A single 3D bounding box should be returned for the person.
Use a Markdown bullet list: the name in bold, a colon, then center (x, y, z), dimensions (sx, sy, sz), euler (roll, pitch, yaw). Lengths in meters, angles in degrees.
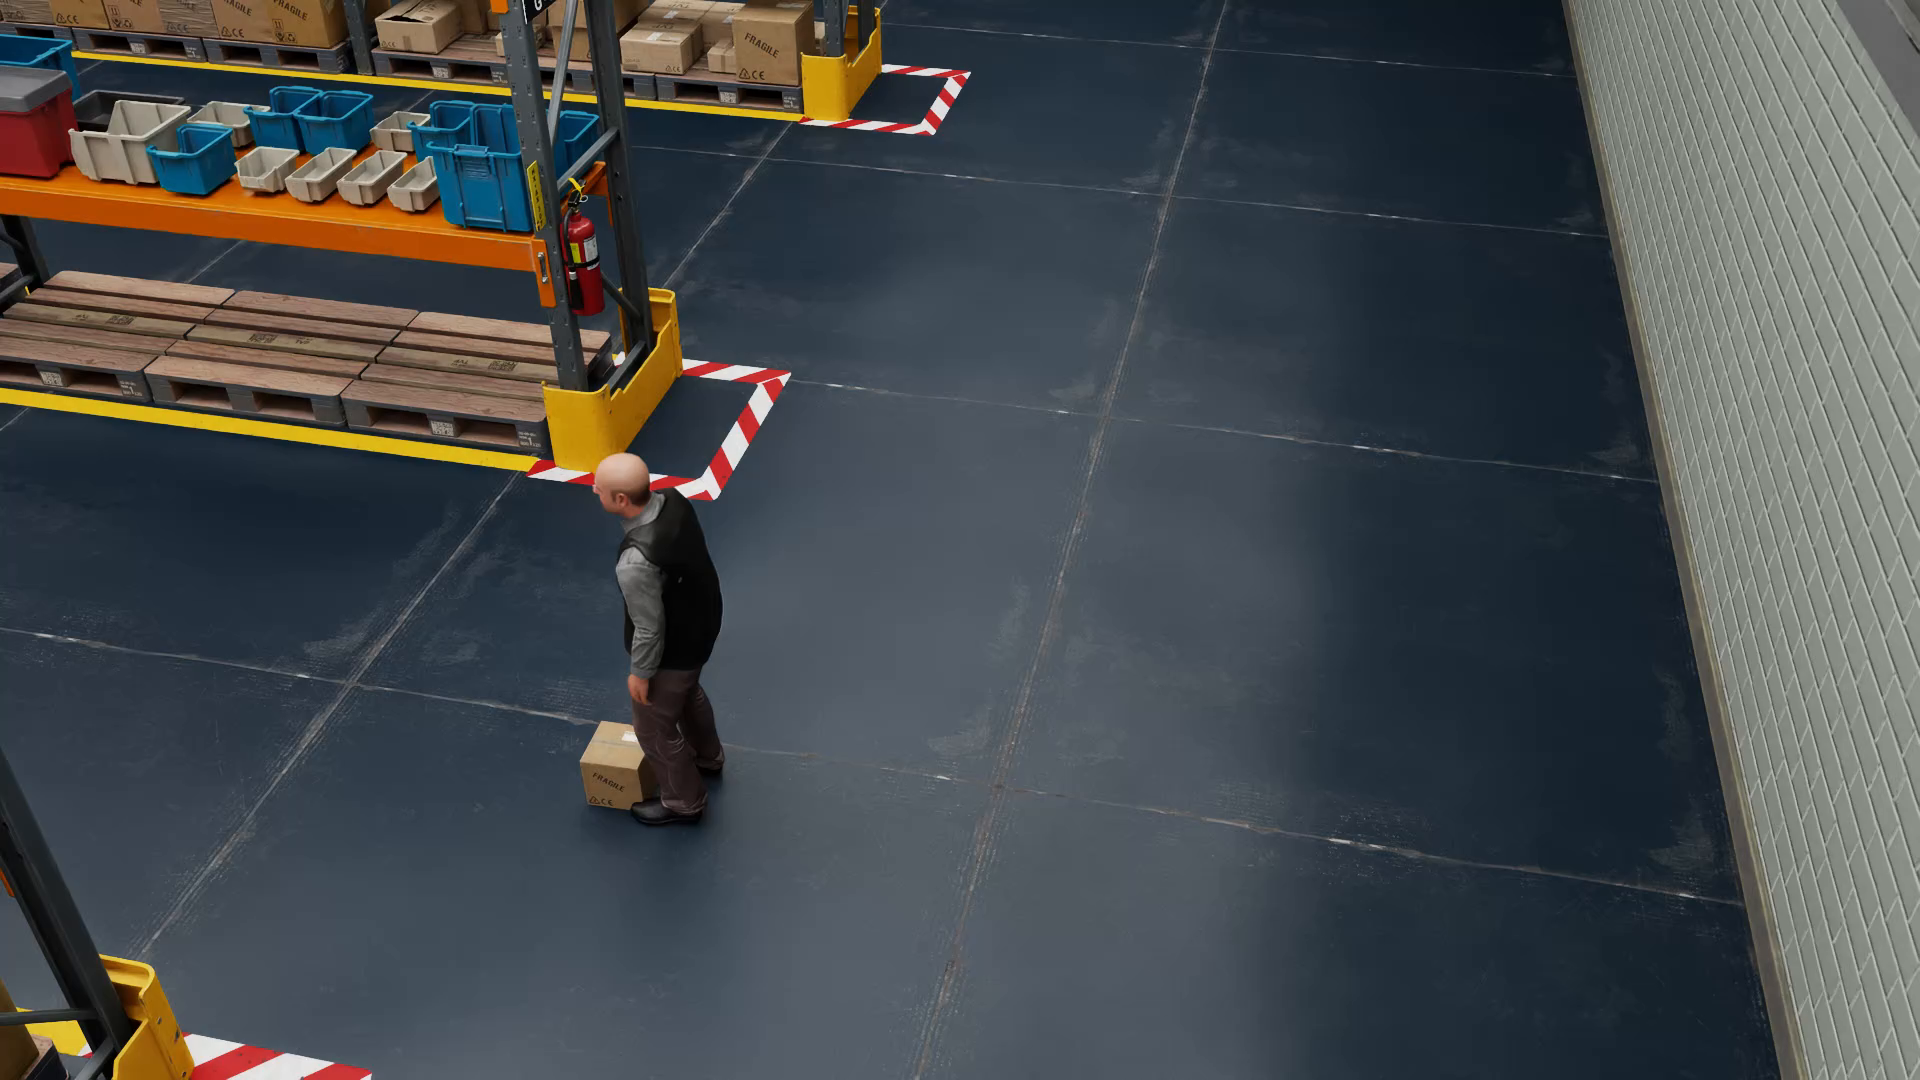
- **person**: center (-1.134, 0.388, 6.459), dimensions (0.425, 1.720, 0.592), euler (5, 37, 7)
